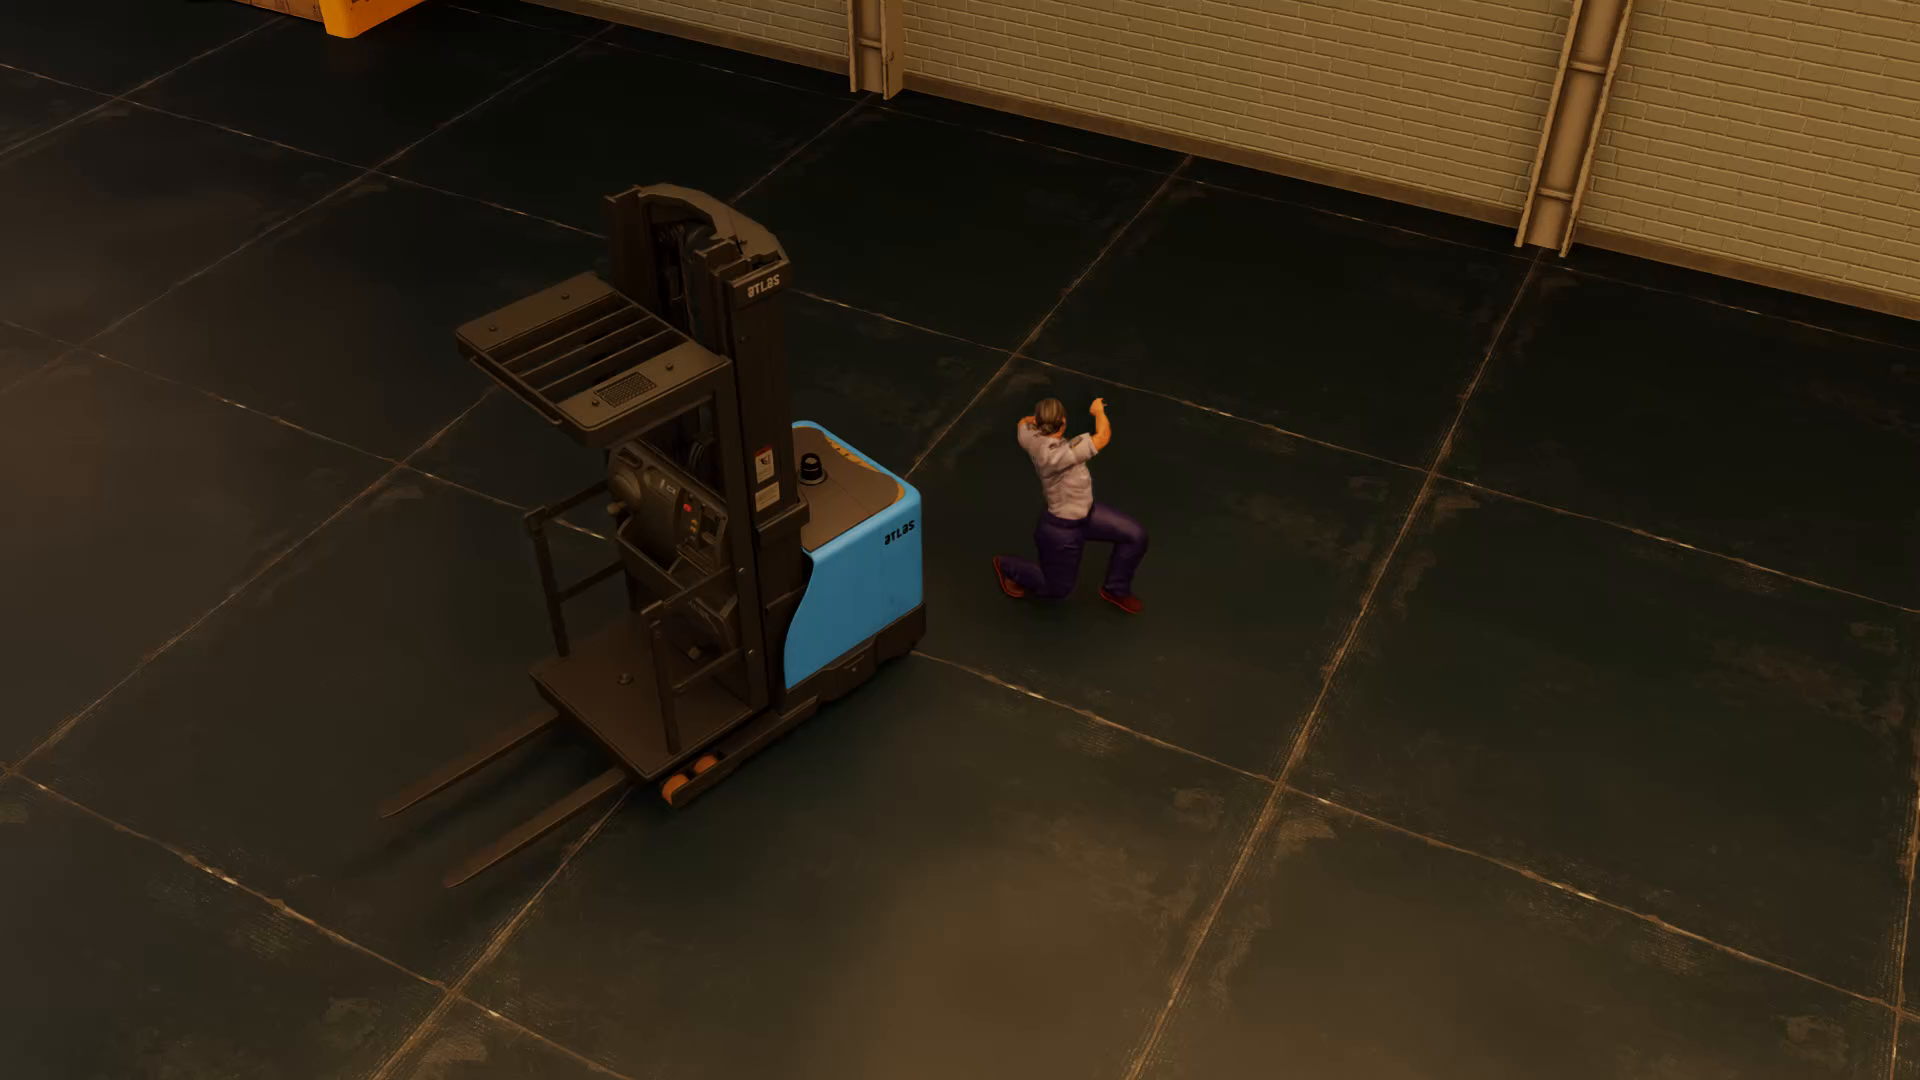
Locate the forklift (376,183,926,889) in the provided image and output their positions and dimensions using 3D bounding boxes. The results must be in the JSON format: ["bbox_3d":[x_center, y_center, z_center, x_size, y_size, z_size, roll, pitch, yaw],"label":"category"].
[{"bbox_3d":[-1.600,-0.119,8.128,3.031,2.935,1.130,-32,50,-32],"label":"forklift"}]

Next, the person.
[{"bbox_3d":[0.678,-0.301,9.574,0.929,1.373,0.912,9,41,11],"label":"person"}]
